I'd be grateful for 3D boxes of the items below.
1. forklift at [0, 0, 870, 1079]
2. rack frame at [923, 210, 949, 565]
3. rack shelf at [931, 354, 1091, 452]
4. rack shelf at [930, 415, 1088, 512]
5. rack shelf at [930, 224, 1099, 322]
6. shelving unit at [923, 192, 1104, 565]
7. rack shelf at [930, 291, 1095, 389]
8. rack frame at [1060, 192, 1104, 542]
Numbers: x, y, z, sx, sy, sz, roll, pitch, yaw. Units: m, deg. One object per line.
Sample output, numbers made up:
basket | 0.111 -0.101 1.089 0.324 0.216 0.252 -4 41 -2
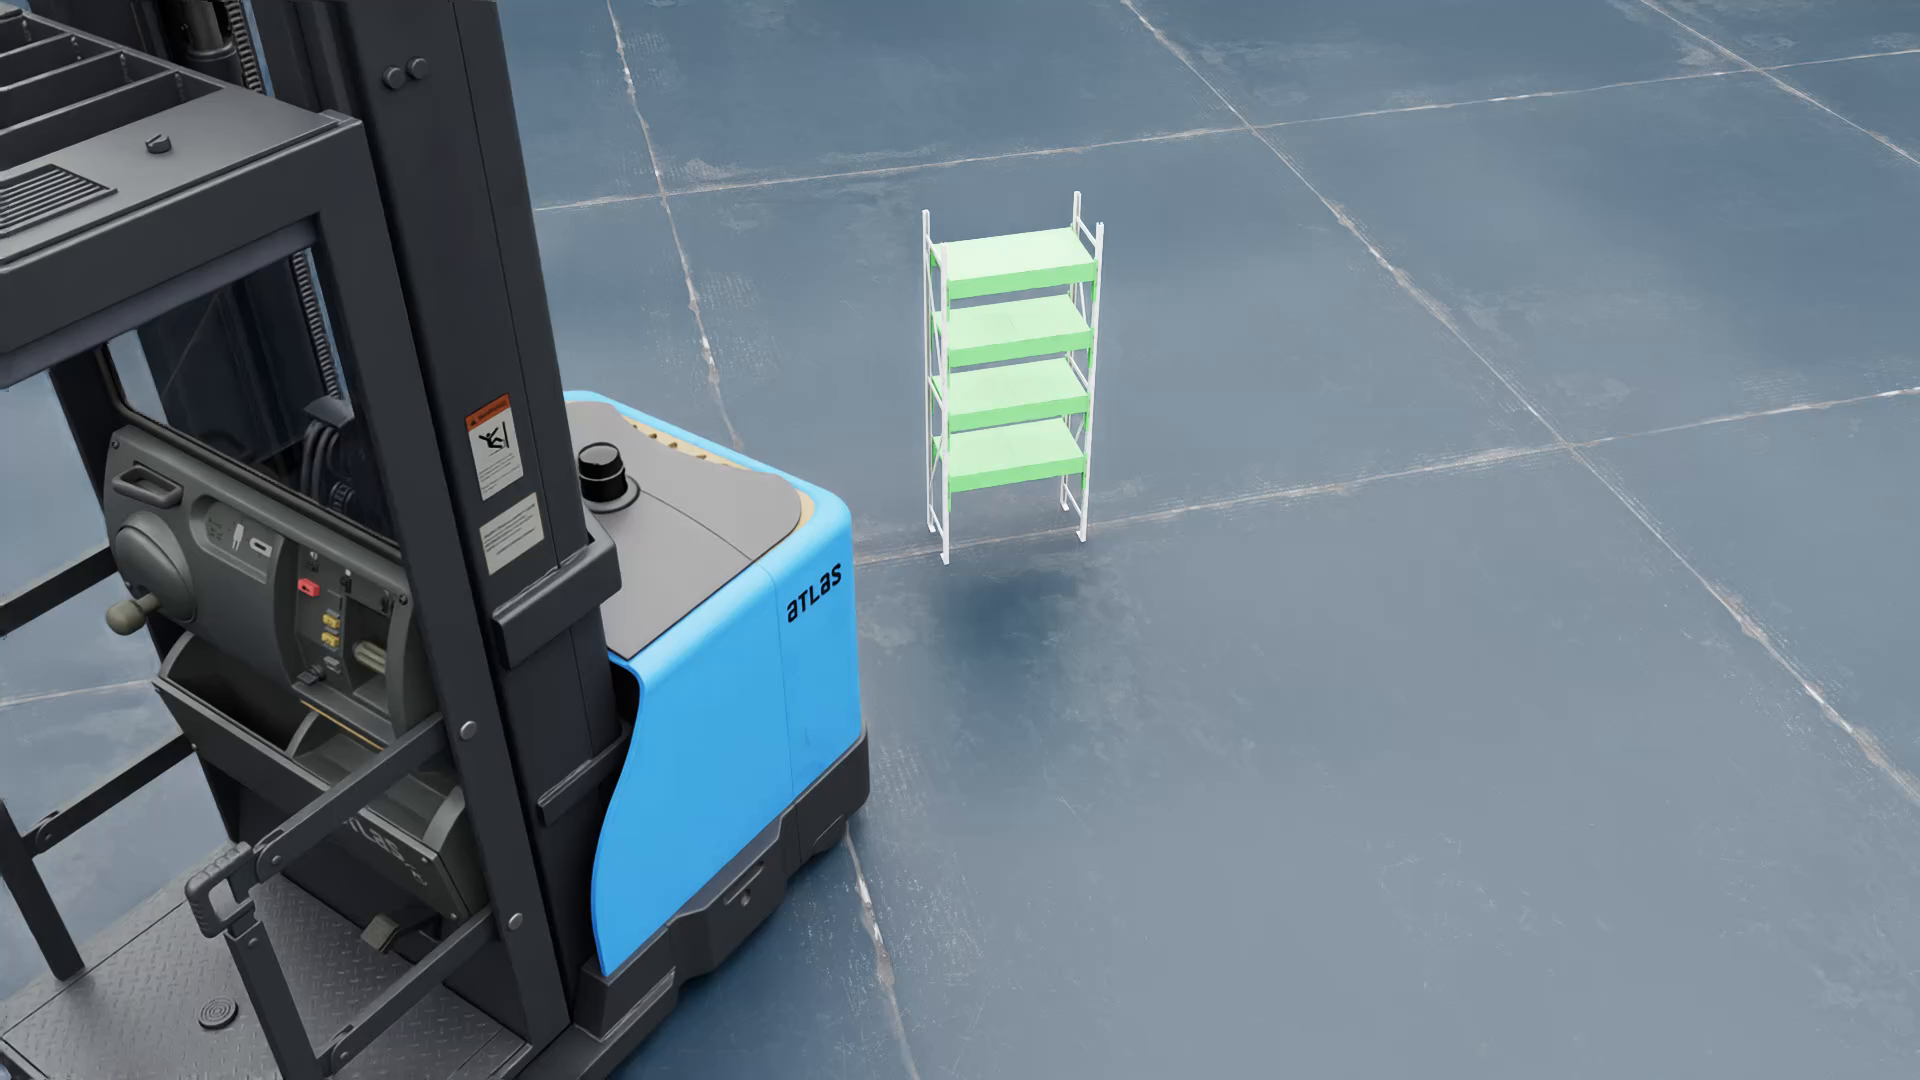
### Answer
forklift | -1.506 0.159 3.130 1.130 2.935 3.031 23 43 27
rack frame | -0.076 -0.464 5.369 0.015 1.200 0.240 -9 38 -12
rack shelf | 0.160 -0.452 5.459 0.480 0.148 0.258 -9 38 -12
rack shelf | 0.160 -0.261 5.604 0.480 0.148 0.258 -9 38 -12
rack shelf | 0.160 -0.833 5.167 0.480 0.148 0.258 -9 38 -12
shelving unit | 0.160 -0.503 5.420 0.503 1.200 0.258 -9 38 -12
rack shelf | 0.160 -0.643 5.313 0.480 0.148 0.258 -9 38 -12
rack frame | 0.395 -0.541 5.470 0.015 1.200 0.240 -9 38 -12
